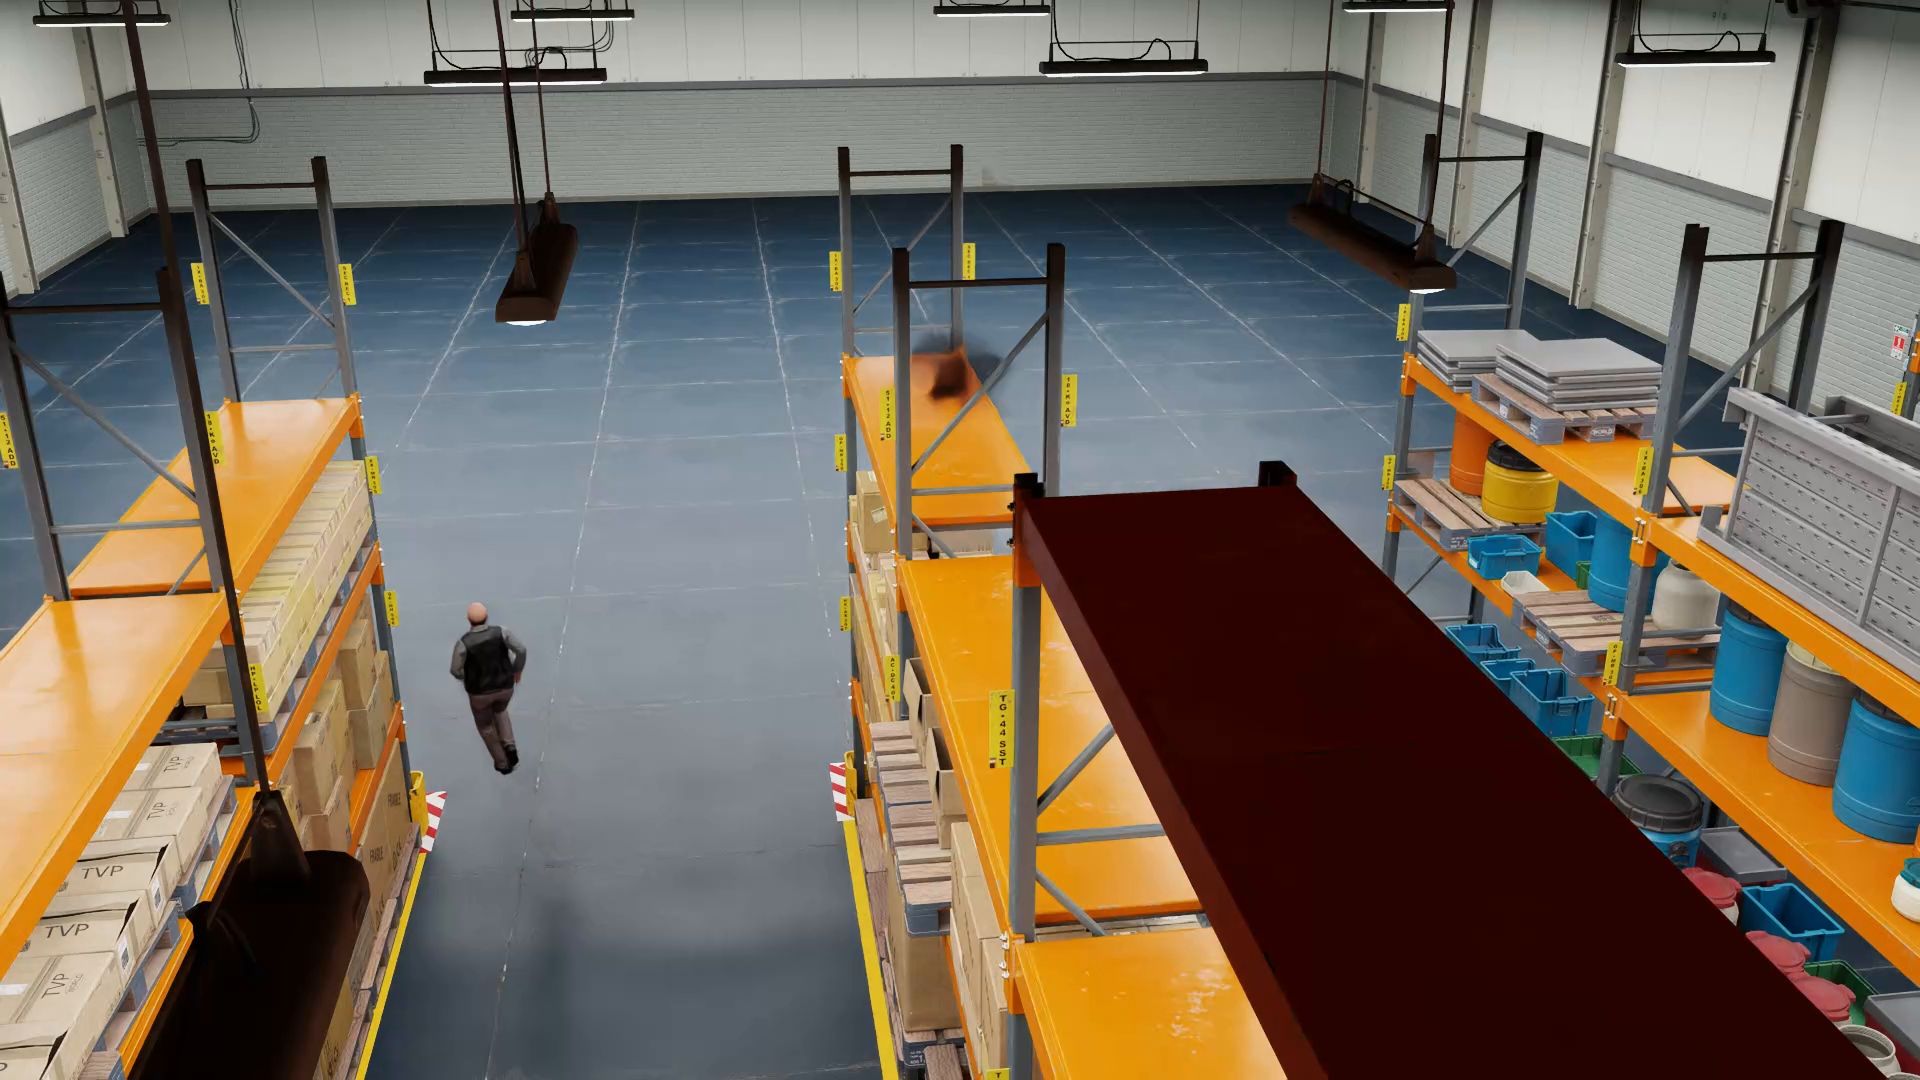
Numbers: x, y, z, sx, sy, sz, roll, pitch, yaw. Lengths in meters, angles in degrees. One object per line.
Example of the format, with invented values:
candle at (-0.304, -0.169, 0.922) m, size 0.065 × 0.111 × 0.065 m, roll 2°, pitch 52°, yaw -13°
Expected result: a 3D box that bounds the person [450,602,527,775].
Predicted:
person at (-4.303, 1.348, 15.208) m, size 0.675 × 1.692 × 0.506 m, roll -13°, pitch 25°, yaw -29°
